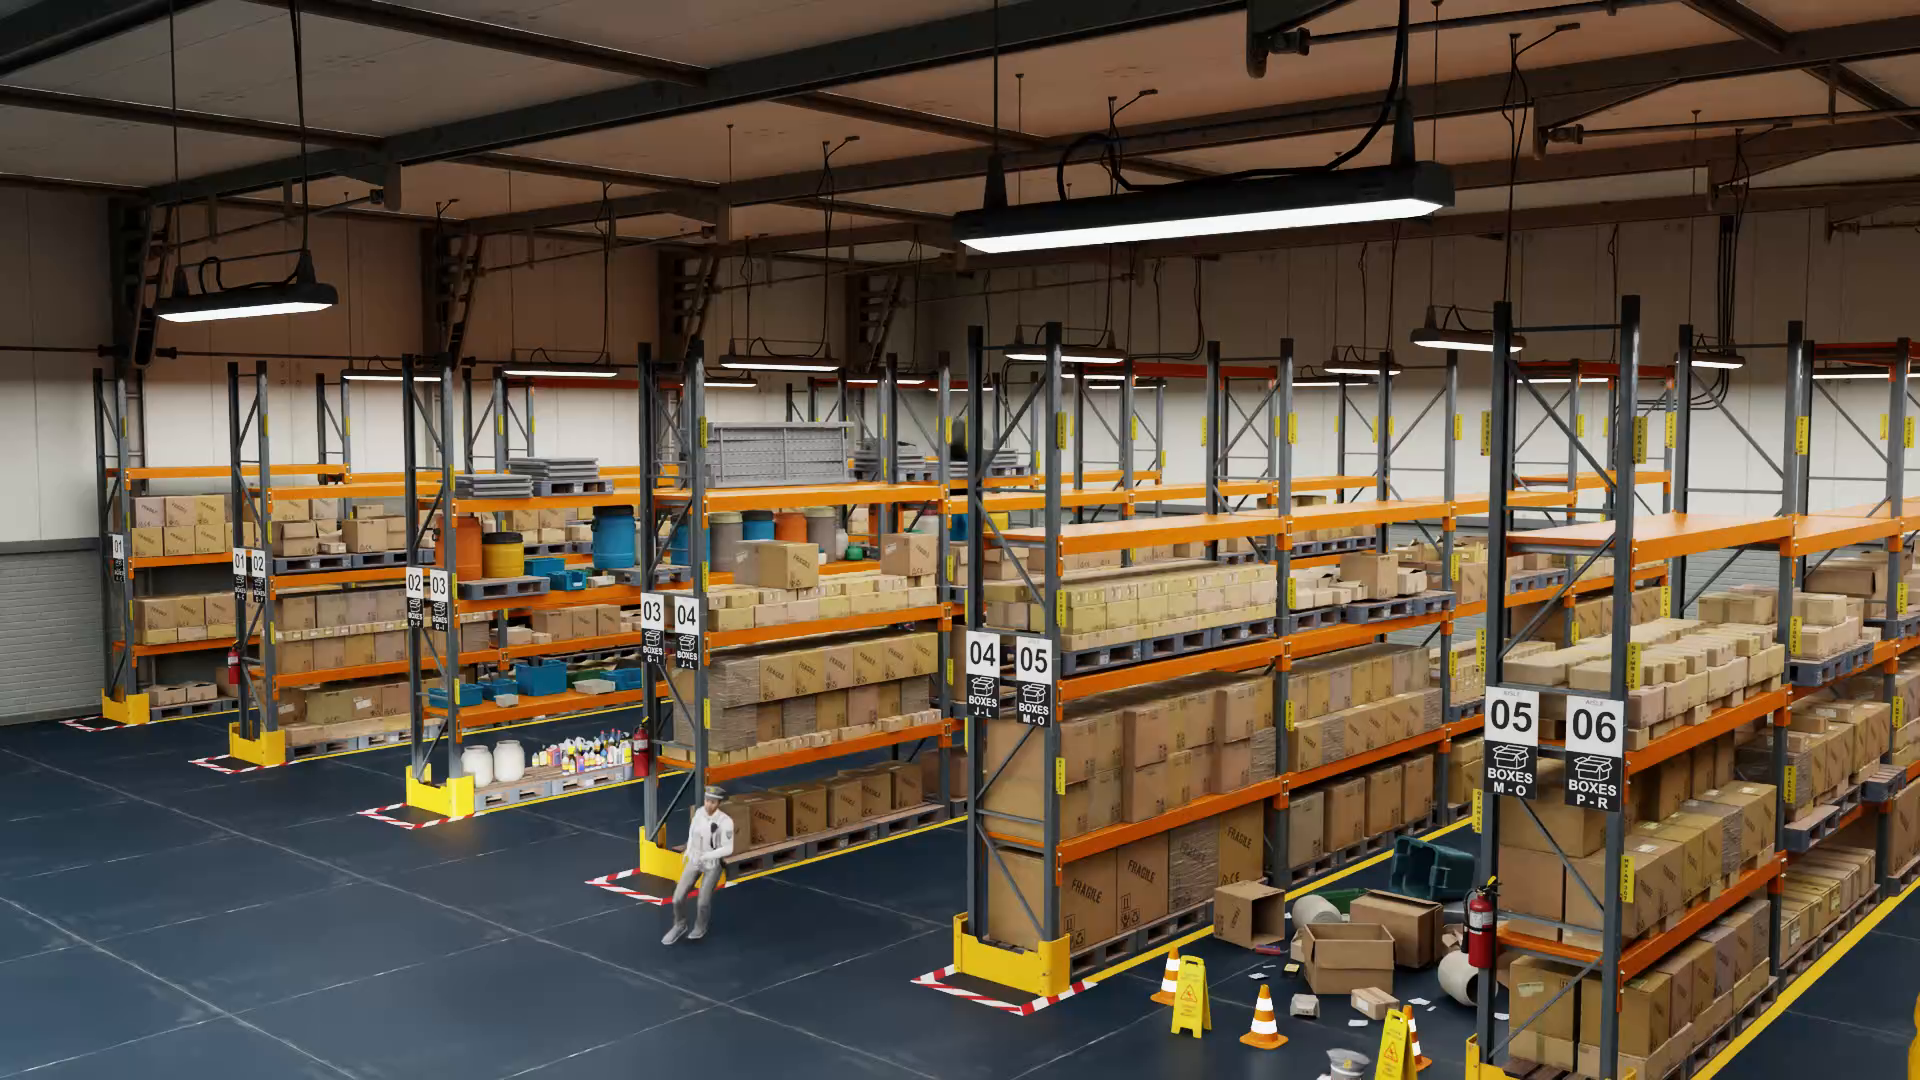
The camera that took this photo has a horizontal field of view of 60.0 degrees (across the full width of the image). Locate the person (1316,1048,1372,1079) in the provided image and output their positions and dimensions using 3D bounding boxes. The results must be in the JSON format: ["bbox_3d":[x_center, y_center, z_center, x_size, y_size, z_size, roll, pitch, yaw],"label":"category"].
[{"bbox_3d":[2.145,3.629,9.358,0.681,1.692,0.607,3,5,34],"label":"person"}]

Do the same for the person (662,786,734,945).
[{"bbox_3d":[-2.536,3.147,16.154,0.747,1.600,0.715,1,4,15],"label":"person"}]

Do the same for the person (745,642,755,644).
[{"bbox_3d":[-3.656,2.128,29.933,0.652,1.695,0.896,2,4,21],"label":"person"}]
